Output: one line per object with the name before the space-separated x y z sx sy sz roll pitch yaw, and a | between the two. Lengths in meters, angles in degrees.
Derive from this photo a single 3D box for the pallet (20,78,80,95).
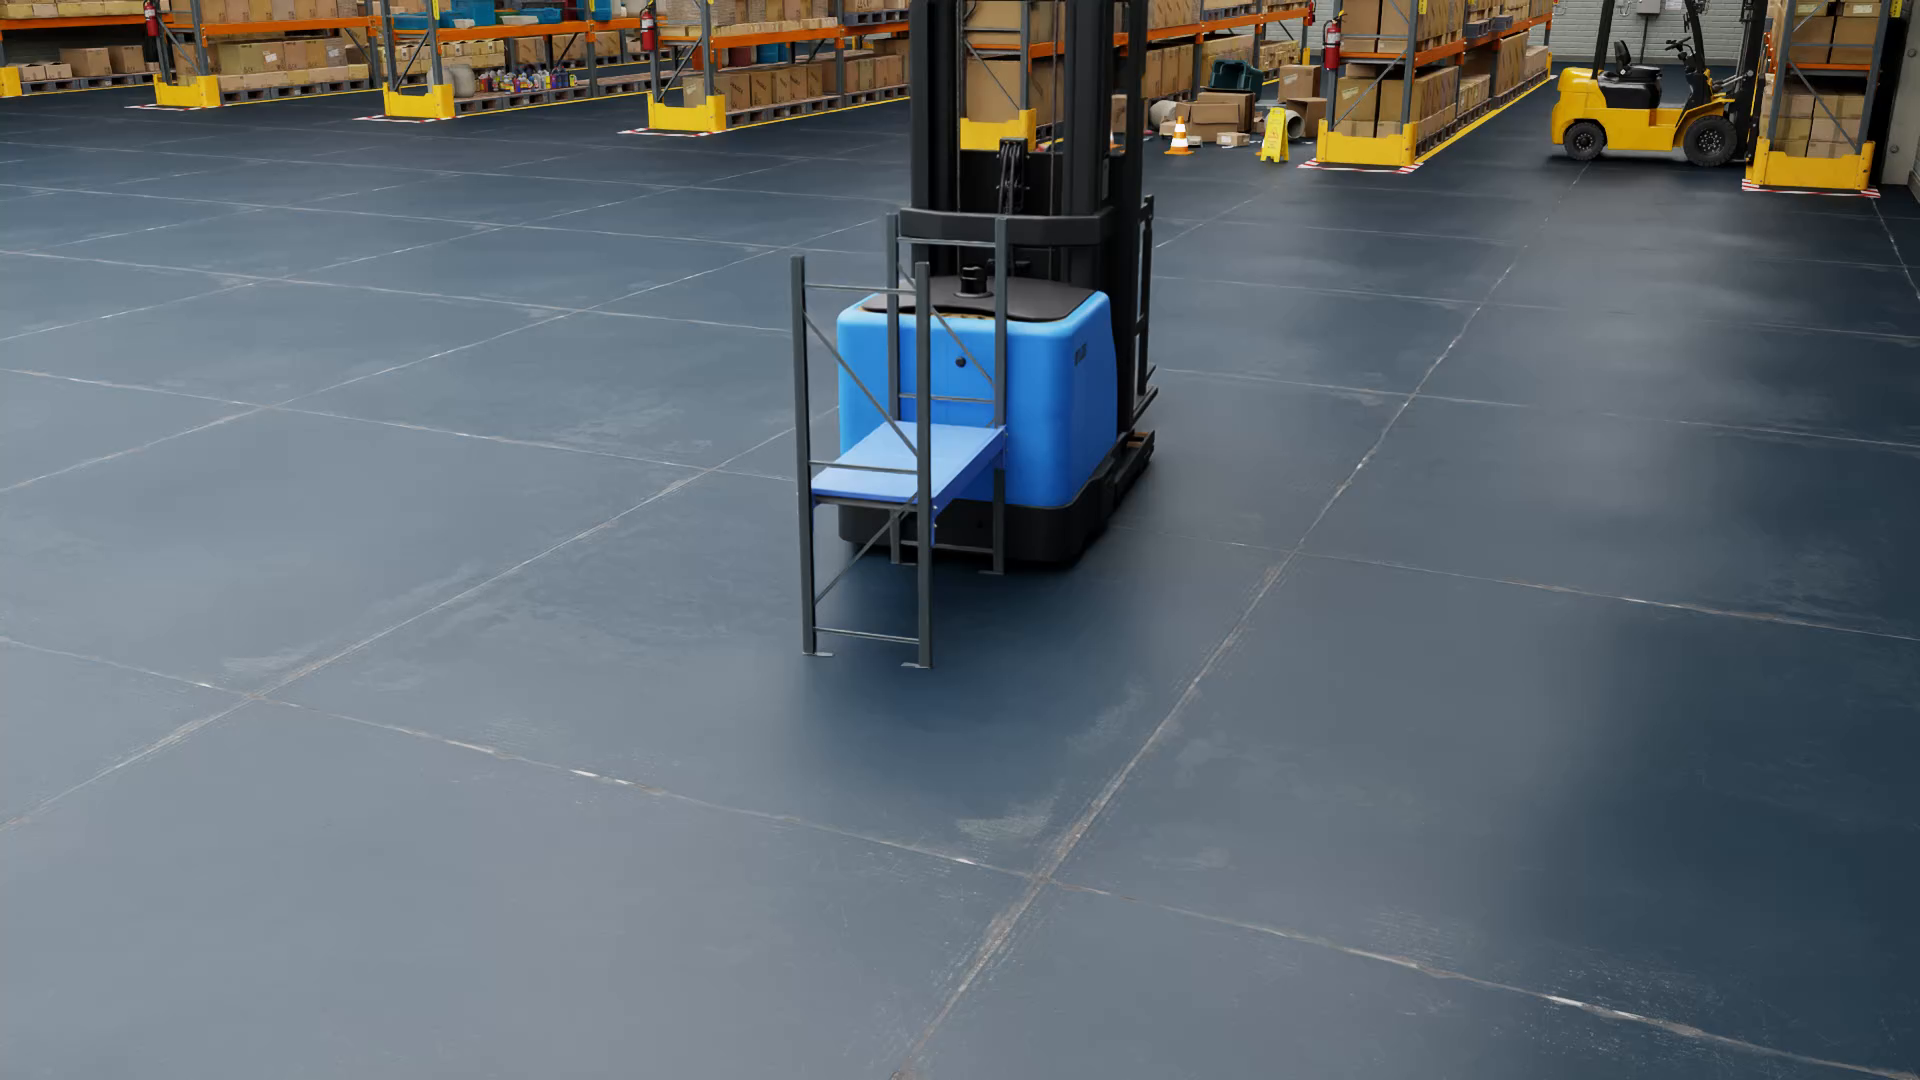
pallet | -17.202 -8.434 30.870 1.003 0.211 1.213 9 21 23

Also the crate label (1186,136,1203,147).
crate label | 3.113 -5.339 22.278 0.250 0.136 0.298 -2 20 -5

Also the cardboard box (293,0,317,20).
cardboard box | -12.034 -9.621 29.896 0.700 0.500 0.500 9 21 24

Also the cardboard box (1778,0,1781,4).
cardboard box | 11.329 -7.361 22.572 0.380 0.149 0.250 8 21 21

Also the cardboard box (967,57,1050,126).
cardboard box | 0.660 -6.144 22.813 0.875 0.875 0.875 9 21 23

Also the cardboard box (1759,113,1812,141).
cardboard box | 9.444 -4.732 19.029 0.500 0.250 0.500 8 21 22

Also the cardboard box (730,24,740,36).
cardboard box | -3.471 -7.527 24.531 0.380 0.149 0.250 9 21 23

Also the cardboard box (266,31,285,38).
cardboard box | -14.860 -10.917 35.644 0.500 0.250 0.500 9 21 24

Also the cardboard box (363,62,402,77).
cardboard box | -11.048 -9.017 31.824 0.500 0.250 0.500 8 21 21

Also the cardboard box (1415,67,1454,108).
cardboard box | 6.434 -6.188 22.749 0.500 0.500 0.500 9 21 24

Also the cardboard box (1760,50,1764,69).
cardboard box | 15.359 -8.884 31.076 0.700 0.500 0.500 10 22 25

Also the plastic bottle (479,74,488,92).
plastic bottle | -8.079 -7.741 28.167 0.152 0.276 0.135 9 21 23

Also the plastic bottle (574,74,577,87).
plastic bottle | -6.786 -8.080 29.231 0.097 0.201 0.097 0 20 0

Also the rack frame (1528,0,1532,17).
rack frame | 9.914 -9.751 30.410 1.000 3.000 0.127 9 21 23

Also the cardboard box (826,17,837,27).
cardboard box | -2.223 -8.441 27.101 0.380 0.149 0.250 9 21 23

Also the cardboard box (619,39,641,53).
cardboard box | -7.794 -11.510 38.713 0.500 0.311 0.500 9 21 23

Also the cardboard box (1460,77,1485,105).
cardboard box | 7.741 -7.090 26.223 0.950 0.372 0.625 8 21 22

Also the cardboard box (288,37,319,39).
cardboard box | -12.112 -9.028 30.737 0.500 0.500 0.500 9 21 23

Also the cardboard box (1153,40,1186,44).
cardboard box | 3.759 -8.795 29.707 0.500 0.250 0.500 8 21 21

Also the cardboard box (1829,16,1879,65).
cardboard box | 9.986 -5.563 18.486 0.500 0.500 0.500 9 22 24

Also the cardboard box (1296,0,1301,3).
cardboard box | 6.830 -11.480 34.679 0.500 0.500 0.500 8 21 22

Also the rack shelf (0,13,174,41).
rack shelf | -16.779 -9.754 31.492 1.077 0.370 4.000 9 21 23

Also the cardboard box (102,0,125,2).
cardboard box | -16.287 -10.503 31.601 0.500 0.500 0.500 8 21 21

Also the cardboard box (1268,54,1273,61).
cardboard box | 6.133 -9.793 33.713 0.380 0.149 0.250 10 22 25

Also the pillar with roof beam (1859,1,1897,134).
pillar with roof beam | 9.167 -10.743 24.248 9.100 9.000 0.400 9 21 23

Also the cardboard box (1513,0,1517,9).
cardboard box | 9.137 -9.123 28.121 0.500 0.250 0.500 8 21 22

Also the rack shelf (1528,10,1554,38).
rack shelf | 10.733 -10.023 32.250 1.077 0.370 4.000 9 21 23

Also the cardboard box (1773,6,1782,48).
cardboard box | 10.748 -6.573 21.325 0.500 0.500 0.500 8 21 21

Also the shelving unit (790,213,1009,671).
shelving unit | -0.200 -0.417 6.404 0.538 1.500 1.048 6 20 16

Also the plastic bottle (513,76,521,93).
plastic bottle | -7.424 -7.628 27.837 0.061 0.283 0.133 9 21 24

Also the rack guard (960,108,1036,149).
rack guard | 0.433 -5.546 22.317 1.175 0.500 0.348 9 21 23

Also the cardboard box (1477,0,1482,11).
cardboard box | 7.296 -7.948 24.120 0.500 0.500 0.500 9 21 23

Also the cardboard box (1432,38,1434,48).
cardboard box | 5.822 -6.344 21.205 0.380 0.149 0.250 9 22 24

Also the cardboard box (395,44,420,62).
cardboard box | -10.833 -9.437 32.166 0.500 0.311 0.500 8 21 22

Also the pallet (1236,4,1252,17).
pallet | 4.911 -10.095 31.665 1.003 0.211 1.213 9 21 23

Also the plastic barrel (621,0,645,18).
plastic barrel | -6.029 -9.895 30.614 0.433 0.535 0.433 0 20 0

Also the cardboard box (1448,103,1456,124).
cardboard box | 6.641 -5.990 23.312 0.500 0.250 0.500 10 22 25

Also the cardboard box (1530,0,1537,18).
cardboard box | 10.345 -9.906 30.696 0.500 0.500 0.500 9 22 24

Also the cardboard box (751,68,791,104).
cardboard box | -3.014 -7.192 26.318 0.500 0.500 0.500 7 21 18

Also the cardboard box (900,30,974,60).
cardboard box | -0.463 -9.293 31.667 1.225 0.875 0.875 8 21 20

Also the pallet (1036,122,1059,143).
pallet | 0.699 -5.672 23.103 1.003 0.211 1.213 9 21 23

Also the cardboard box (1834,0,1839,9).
cardboard box | 10.640 -6.373 19.796 0.380 0.149 0.250 8 21 21

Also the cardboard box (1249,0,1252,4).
cardboard box | 5.375 -10.330 31.787 0.380 0.149 0.250 8 21 21

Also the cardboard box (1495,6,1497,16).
cardboard box | 8.140 -8.224 25.866 0.380 0.149 0.250 7 21 20

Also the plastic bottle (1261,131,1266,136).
plastic bottle | 4.399 -5.784 23.641 0.133 0.061 0.283 13 23 32

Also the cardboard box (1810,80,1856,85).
cardboard box | 10.730 -5.512 20.476 0.500 0.250 0.500 9 21 23

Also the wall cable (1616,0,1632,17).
wall cable | 15.138 -12.988 37.997 0.588 1.984 0.122 9 21 23

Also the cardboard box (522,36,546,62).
cardboard box | -9.145 -10.539 35.699 0.500 0.500 0.500 8 21 21

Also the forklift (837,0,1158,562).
forklift | 0.378 -1.747 8.007 1.130 2.935 3.031 6 20 16

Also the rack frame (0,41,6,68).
rack frame | -17.598 -9.481 29.652 1.000 3.000 0.127 9 21 23

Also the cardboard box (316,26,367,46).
cardboard box | -13.901 -11.319 37.400 0.750 0.750 0.750 8 21 22

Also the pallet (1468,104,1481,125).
pallet | 7.454 -6.604 25.723 1.003 0.211 1.213 9 21 23

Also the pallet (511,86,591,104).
pallet | -7.235 -7.831 29.174 1.003 0.211 1.213 9 21 23

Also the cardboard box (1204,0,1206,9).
cardboard box | 4.086 -9.365 29.074 0.380 0.149 0.250 8 21 22

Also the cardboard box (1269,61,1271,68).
cardboard box | 6.099 -9.657 33.774 0.380 0.149 0.250 8 21 20

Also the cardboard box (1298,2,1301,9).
cardboard box | 6.983 -11.294 35.125 0.380 0.149 0.250 9 21 23

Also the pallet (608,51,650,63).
pallet | -7.881 -11.367 39.117 1.003 0.211 1.213 9 21 23

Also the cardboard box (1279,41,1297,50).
cardboard box | 6.864 -10.395 34.961 0.380 0.149 0.250 8 21 21
